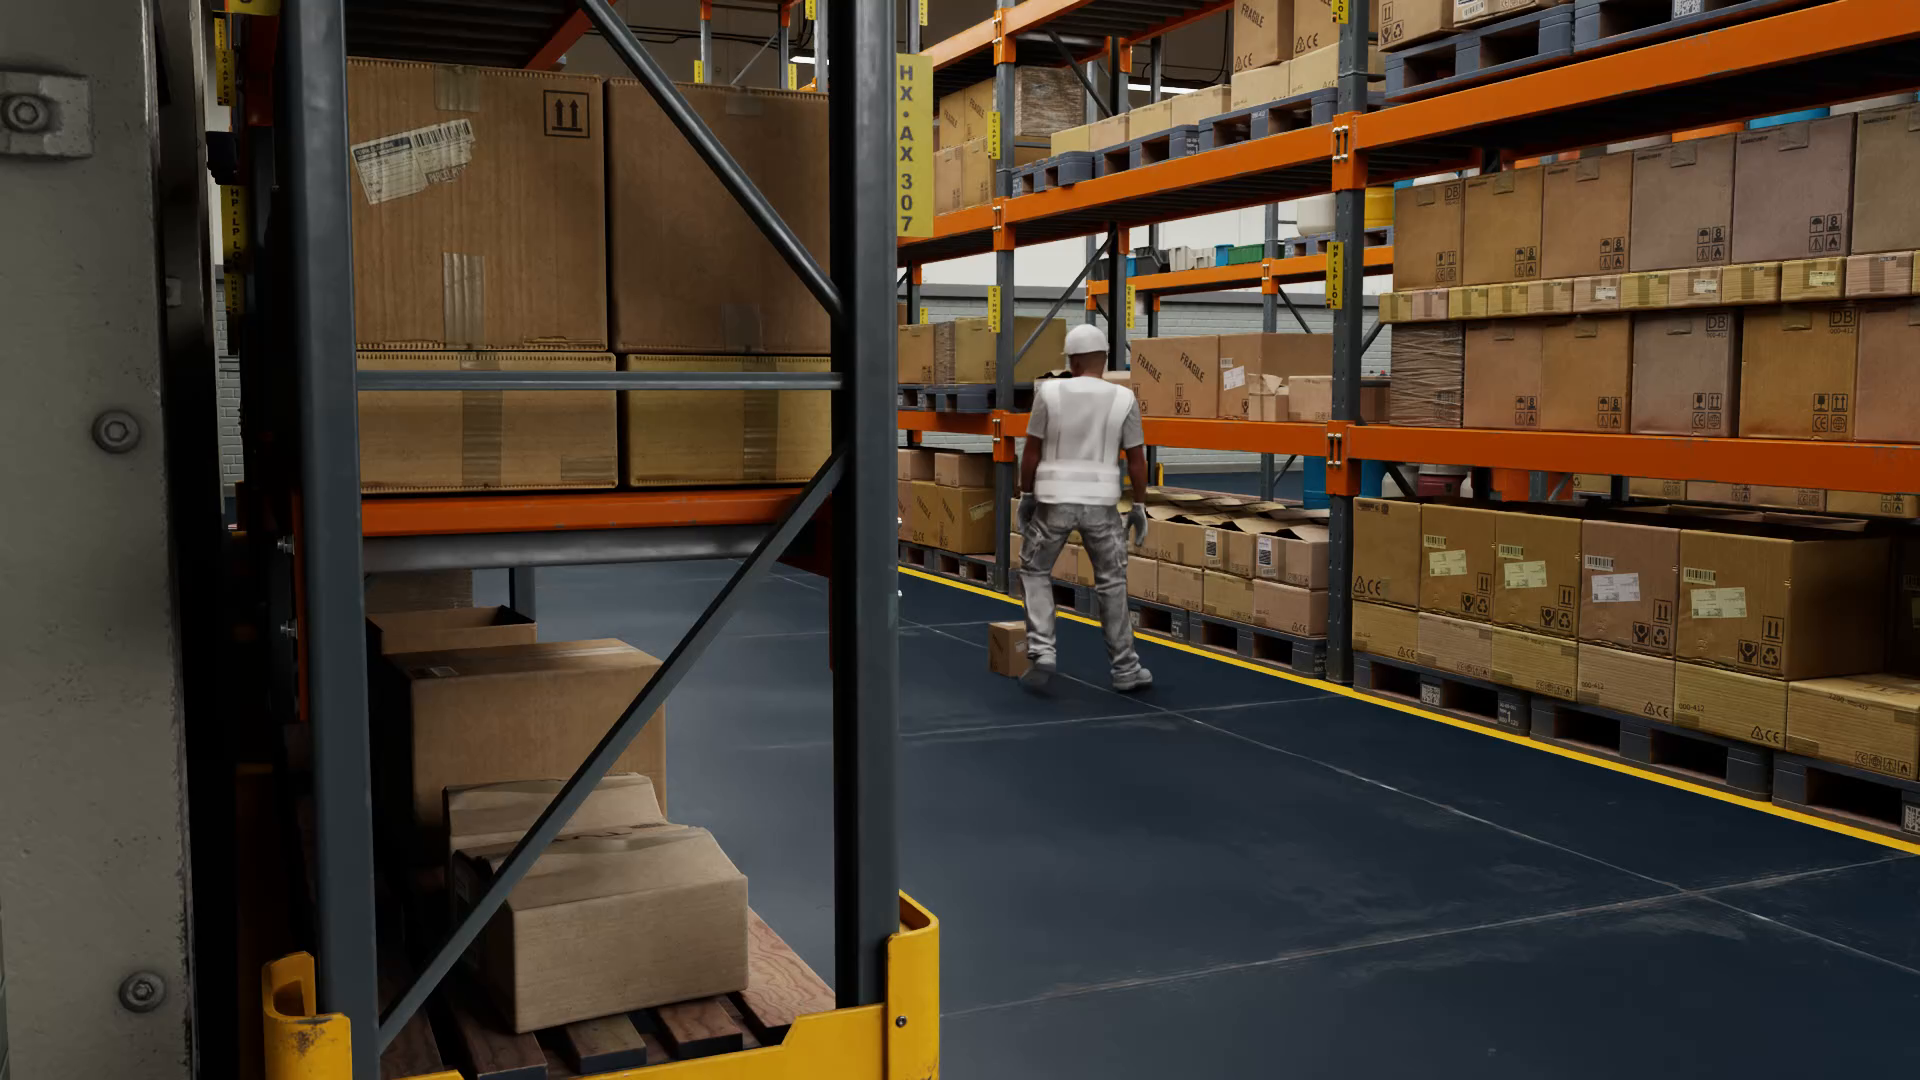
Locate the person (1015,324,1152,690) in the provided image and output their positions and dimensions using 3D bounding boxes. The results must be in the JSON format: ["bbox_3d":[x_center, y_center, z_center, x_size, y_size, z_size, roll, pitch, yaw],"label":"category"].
[{"bbox_3d":[0.613,-0.150,8.137,0.684,1.800,0.411,0,5,3],"label":"person"}]
